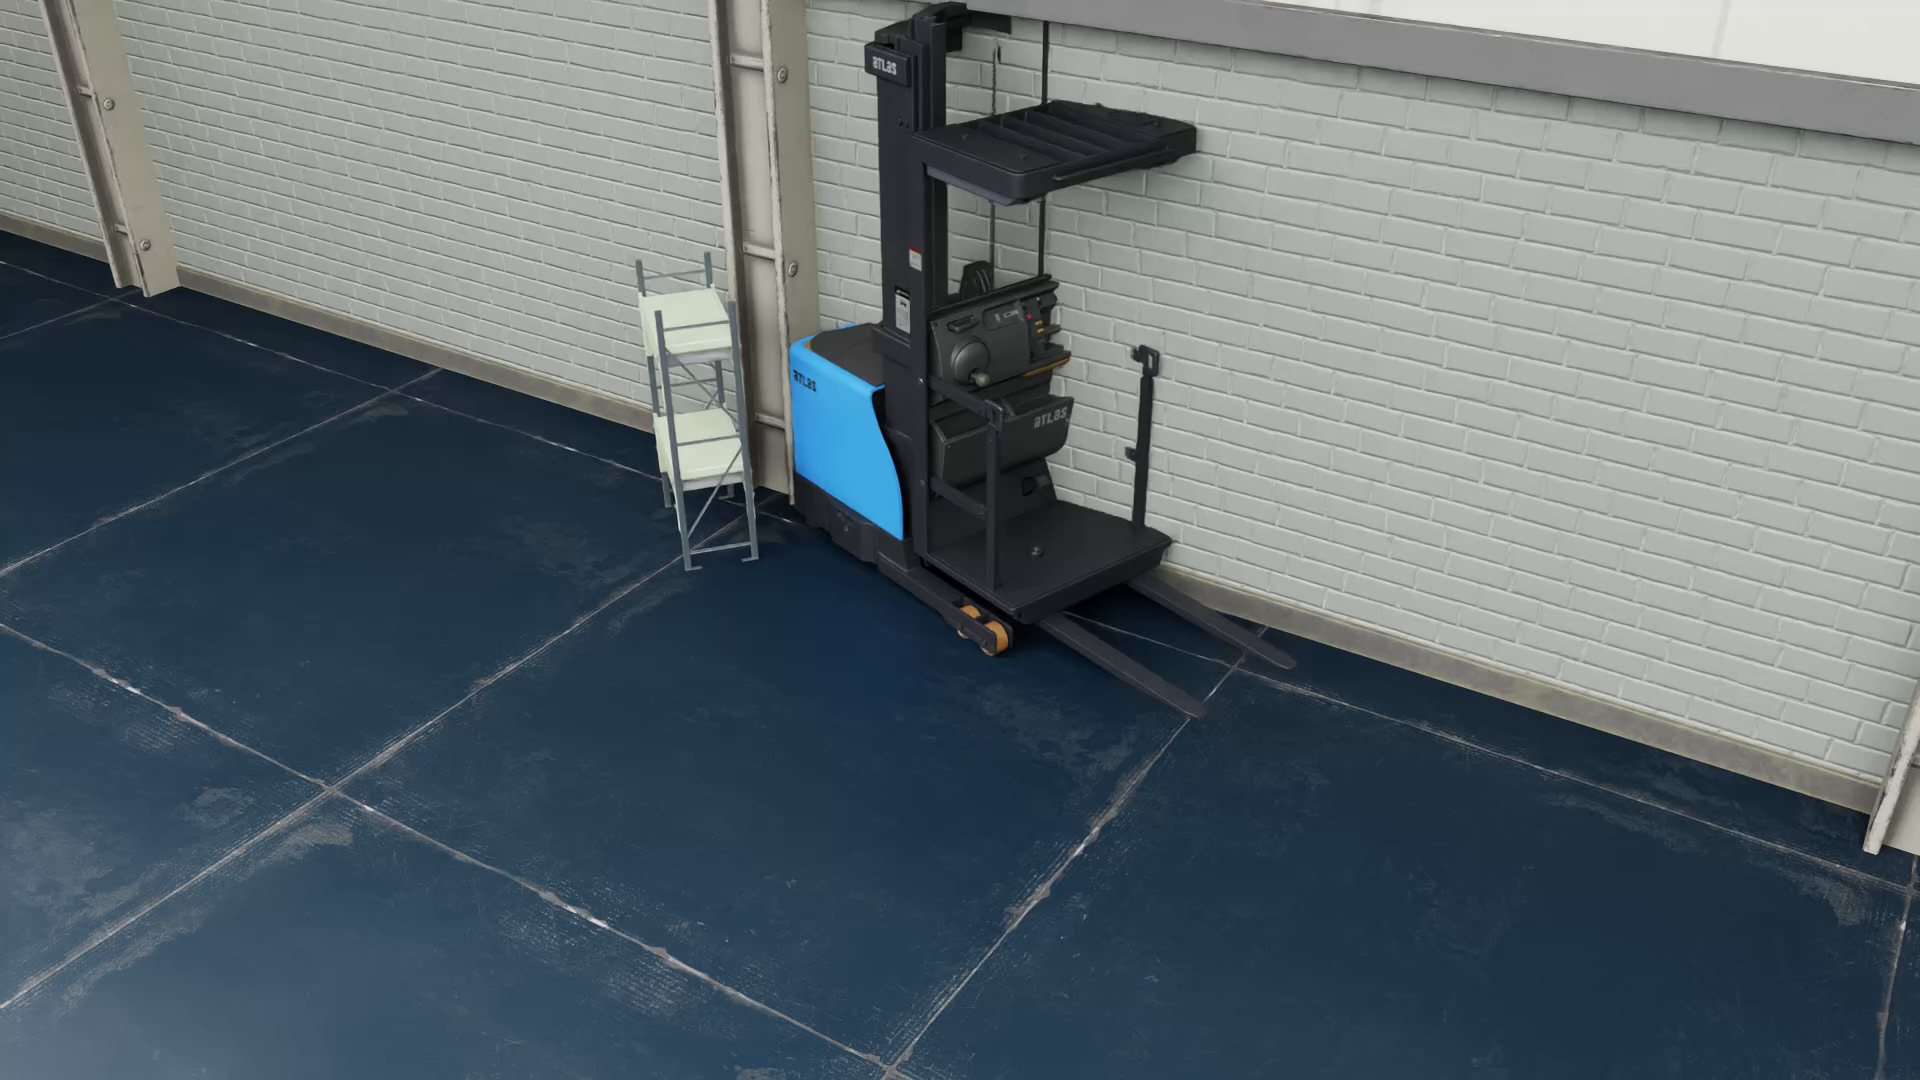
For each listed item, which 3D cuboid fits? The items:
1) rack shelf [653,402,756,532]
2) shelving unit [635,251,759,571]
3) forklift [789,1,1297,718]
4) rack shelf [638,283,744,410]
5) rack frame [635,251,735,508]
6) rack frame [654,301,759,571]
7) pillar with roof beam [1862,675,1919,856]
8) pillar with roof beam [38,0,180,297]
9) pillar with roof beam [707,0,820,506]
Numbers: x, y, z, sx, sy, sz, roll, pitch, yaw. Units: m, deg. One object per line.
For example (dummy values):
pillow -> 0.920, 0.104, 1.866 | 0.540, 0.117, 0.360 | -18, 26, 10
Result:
rack shelf -> -1.404, -0.409, 9.101 | 0.431, 0.370, 0.720 | -10, 32, -14
shelving unit -> -1.410, -0.690, 8.936 | 0.431, 1.500, 0.755 | -10, 32, -14
forklift -> 0.377, -0.978, 8.017 | 1.130, 2.935, 3.031 | -22, 37, -33
rack shelf -> -1.417, -1.026, 8.737 | 0.431, 0.370, 0.720 | -10, 32, -14
rack frame -> -1.517, -0.866, 9.238 | 0.400, 1.500, 0.023 | -10, 32, -14
rack frame -> -1.303, -0.514, 8.633 | 0.400, 1.500, 0.023 | -10, 32, -14
pillar with roof beam -> 1.766, -0.755, 1.613 | 0.400, 9.000, 9.100 | 18, 35, 27
pillar with roof beam -> -8.398, -3.969, 7.124 | 0.400, 9.000, 9.100 | 18, 35, 27
pillar with roof beam -> -3.316, -2.362, 4.369 | 0.400, 9.000, 9.100 | 18, 35, 27
